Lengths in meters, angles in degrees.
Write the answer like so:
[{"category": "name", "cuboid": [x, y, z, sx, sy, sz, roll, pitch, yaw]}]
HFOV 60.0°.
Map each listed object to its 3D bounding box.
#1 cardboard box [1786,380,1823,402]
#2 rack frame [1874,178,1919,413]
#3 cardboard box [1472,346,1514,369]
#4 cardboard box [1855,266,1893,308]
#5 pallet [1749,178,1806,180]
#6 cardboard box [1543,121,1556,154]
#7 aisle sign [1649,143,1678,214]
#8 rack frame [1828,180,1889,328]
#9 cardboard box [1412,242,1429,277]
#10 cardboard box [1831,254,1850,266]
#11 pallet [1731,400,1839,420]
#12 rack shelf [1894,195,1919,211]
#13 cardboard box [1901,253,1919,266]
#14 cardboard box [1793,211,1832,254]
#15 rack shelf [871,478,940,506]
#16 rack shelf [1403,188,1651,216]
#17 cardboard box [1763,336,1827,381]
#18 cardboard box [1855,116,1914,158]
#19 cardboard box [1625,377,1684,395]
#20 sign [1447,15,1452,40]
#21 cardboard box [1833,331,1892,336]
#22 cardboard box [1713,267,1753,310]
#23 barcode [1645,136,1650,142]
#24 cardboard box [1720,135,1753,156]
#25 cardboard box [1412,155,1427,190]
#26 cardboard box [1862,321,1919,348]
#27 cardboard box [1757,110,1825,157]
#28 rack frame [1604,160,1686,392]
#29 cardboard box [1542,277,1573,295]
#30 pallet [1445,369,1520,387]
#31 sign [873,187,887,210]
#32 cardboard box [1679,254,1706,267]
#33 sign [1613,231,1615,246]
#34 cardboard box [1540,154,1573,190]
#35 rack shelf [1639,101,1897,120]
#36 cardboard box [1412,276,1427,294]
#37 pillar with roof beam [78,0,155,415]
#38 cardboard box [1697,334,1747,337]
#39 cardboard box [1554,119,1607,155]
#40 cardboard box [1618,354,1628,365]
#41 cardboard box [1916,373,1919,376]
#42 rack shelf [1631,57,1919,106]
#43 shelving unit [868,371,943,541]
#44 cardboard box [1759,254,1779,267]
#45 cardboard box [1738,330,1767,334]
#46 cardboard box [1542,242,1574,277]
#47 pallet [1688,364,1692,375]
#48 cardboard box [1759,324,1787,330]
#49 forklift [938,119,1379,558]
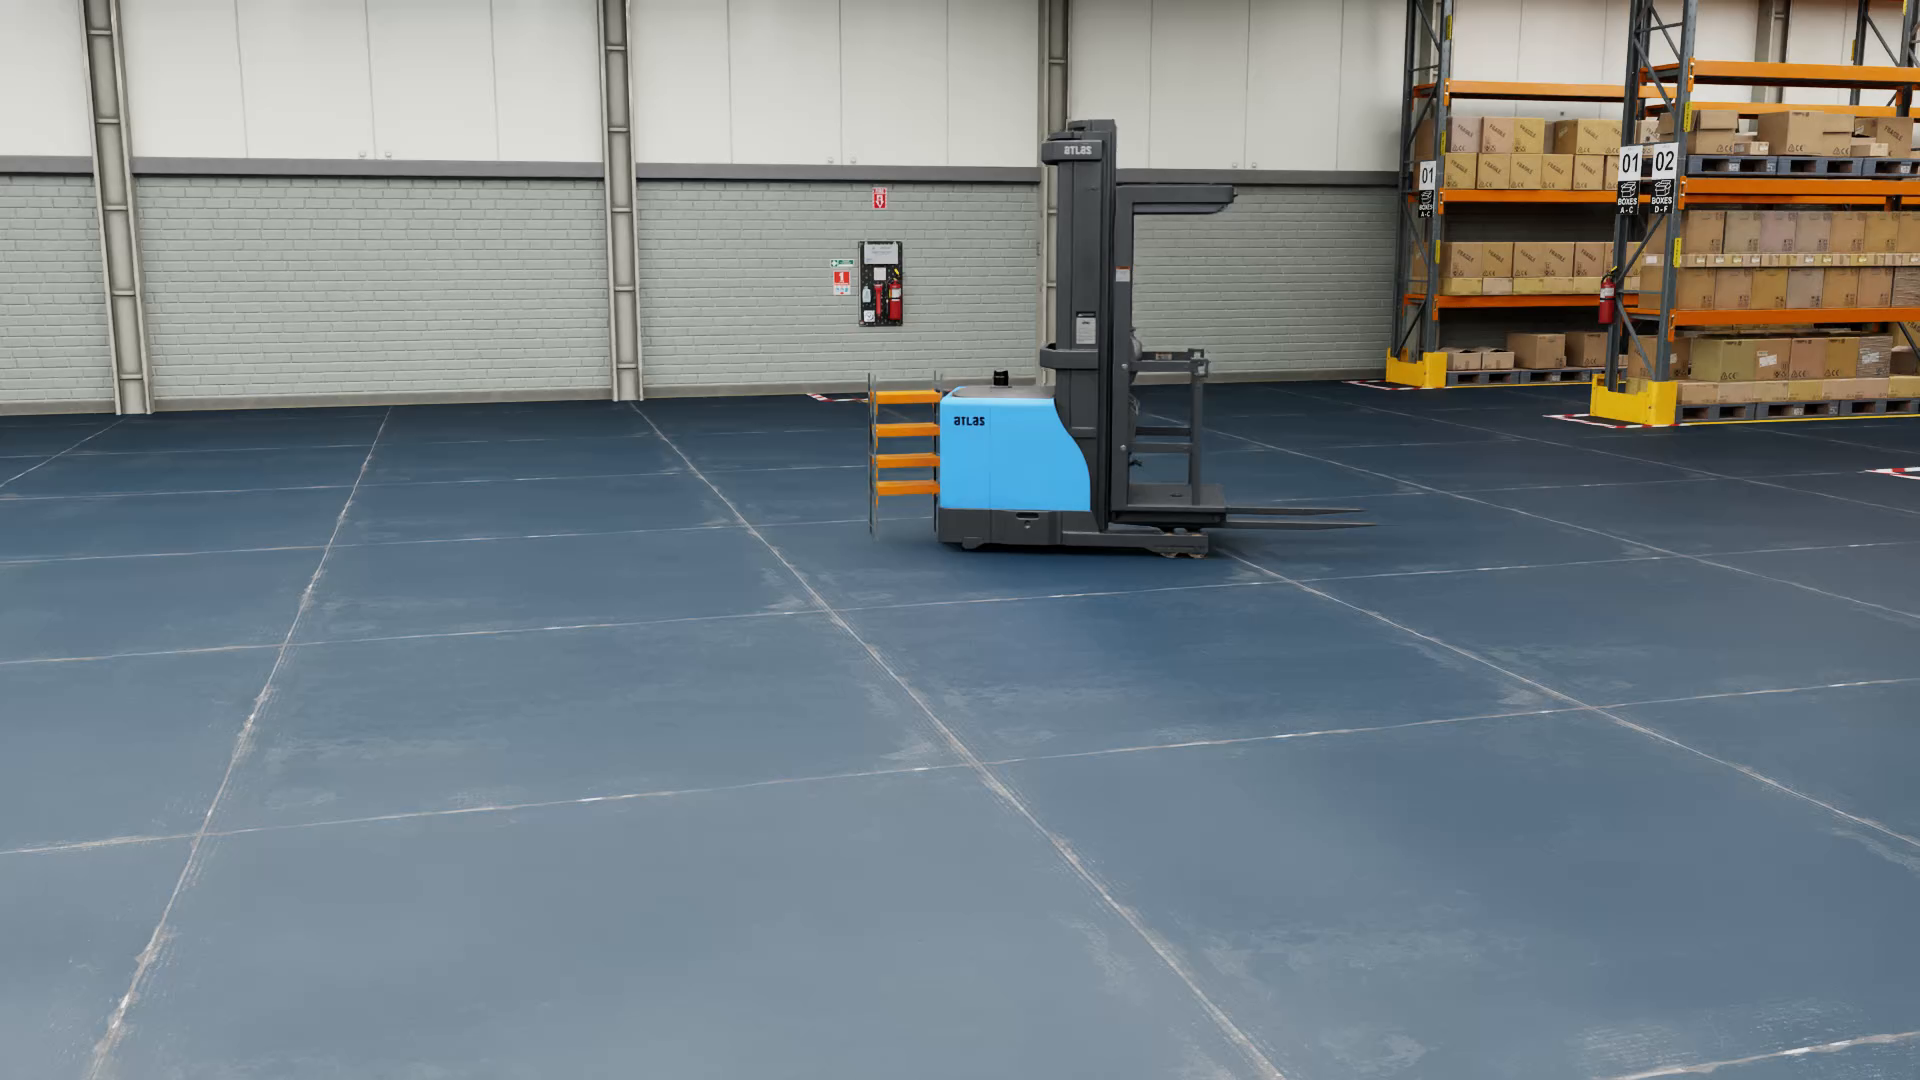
[{"category": "cardboard box", "cuboid": [10.052, -1.831, 20.143, 0.500, 0.250, 0.500, -3, 11, -16]}, {"category": "rack frame", "cuboid": [11.875, -3.115, 20.684, 0.127, 3.000, 1.000, -3, 11, -16]}, {"category": "cardboard box", "cuboid": [7.883, -2.716, 24.726, 0.500, 0.311, 0.500, -2, 11, -11]}, {"category": "cardboard box", "cuboid": [10.946, -3.113, 20.396, 0.500, 0.500, 0.700, -3, 11, -17]}, {"category": "pallet", "cuboid": [12.104, -5.425, 25.463, 1.003, 0.211, 1.213, -3, 11, -16]}, {"category": "cardboard box", "cuboid": [8.472, -5.942, 24.659, 0.500, 0.500, 0.500, -3, 11, -16]}, {"category": "aisle sign", "cuboid": [8.057, -4.135, 19.042, 0.004, 0.787, 0.394, -3, 11, -16]}, {"category": "rack frame", "cuboid": [14.327, -4.179, 26.460, 0.127, 3.000, 1.000, -3, 11, -16]}, {"category": "cardboard box", "cuboid": [7.039, -4.140, 24.535, 0.500, 0.500, 0.500, -3, 11, -17]}, {"category": "cardboard box", "cuboid": [10.454, -3.368, 19.991, 0.250, 0.149, 0.380, -3, 11, -14]}, {"category": "pallet", "cuboid": [9.926, -1.649, 20.418, 1.213, 0.211, 1.003, -3, 11, -16]}, {"category": "rack shelf", "cuboid": [13.795, -4.338, 21.027, 4.000, 0.370, 1.077, -3, 11, -16]}, {"category": "cardboard box", "cuboid": [11.435, -3.420, 20.273, 0.250, 0.149, 0.380, -3, 11, -17]}, {"category": "cardboard box", "cuboid": [10.005, -3.703, 20.015, 0.500, 0.500, 0.700, -3, 11, -16]}, {"category": "rack shelf", "cuboid": [-0.394, -0.351, 12.105, 0.480, 0.148, 0.258, -3, 11, -14]}, {"category": "rack shelf", "cuboid": [8.566, -4.996, 24.604, 4.000, 0.370, 1.077, -3, 11, -16]}, {"category": "cardboard box", "cuboid": [10.052, -2.200, 20.074, 0.500, 0.500, 0.500, -3, 11, -16]}, {"category": "cardboard box", "cuboid": [11.317, -4.935, 20.463, 0.500, 0.500, 0.500, -2, 11, -11]}, {"category": "cardboard box", "cuboid": [8.466, -1.846, 20.222, 0.500, 0.250, 0.500, -3, 11, -16]}, {"category": "sign", "cuboid": [6.797, -7.128, 23.114, 0.005, 0.325, 0.100, -3, 11, -16]}, {"category": "cardboard box", "cuboid": [11.342, -2.369, 20.995, 0.500, 0.500, 0.500, -3, 11, -16]}, {"category": "cardboard box", "cuboid": [8.989, -3.011, 19.840, 0.500, 0.500, 0.700, -3, 11, -14]}, {"category": "barcode", "cuboid": [8.189, -4.773, 19.799, 0.075, 0.075, 0.001, -3, 11, -16]}, {"category": "cardboard box", "cuboid": [9.066, -4.694, 19.841, 0.500, 0.250, 0.500, -3, 11, -16]}, {"category": "cardboard box", "cuboid": [6.976, -5.373, 24.332, 0.500, 0.500, 0.500, -2, 11, -12]}, {"category": "cardboard box", "cuboid": [15.070, -3.342, 26.695, 0.750, 0.750, 0.750, -3, 11, -17]}, {"category": "cardboard box", "cuboid": [9.705, -4.749, 19.451, 0.500, 0.500, 0.500, -3, 11, -16]}, {"category": "rack frame", "cuboid": [8.034, -2.913, 19.584, 0.127, 3.000, 1.000, -3, 11, -16]}, {"category": "cardboard box", "cuboid": [8.674, -3.758, 24.534, 0.500, 0.250, 0.500, -3, 11, -15]}, {"category": "pallet", "cuboid": [7.509, -2.441, 24.724, 1.213, 0.211, 1.003, -3, 11, -16]}, {"category": "sign", "cuboid": [-1.104, -4.695, 22.860, 0.199, 0.298, 0.001, -3, 11, -16]}, {"category": "cardboard box", "cuboid": [8.471, -3.263, 19.421, 0.250, 0.149, 0.380, -3, 11, -16]}, {"category": "sign", "cuboid": [7.896, -3.694, 19.974, 0.005, 0.325, 0.100, -3, 11, -16]}, {"category": "cardboard box", "cuboid": [8.568, -5.360, 24.262, 0.500, 0.500, 0.500, -2, 11, -12]}, {"category": "rack shelf", "cuboid": [12.407, -6.477, 25.468, 4.000, 0.370, 1.077, -3, 11, -16]}, {"category": "cardboard box", "cuboid": [7.041, -3.767, 24.584, 0.500, 0.250, 0.500, -3, 11, -15]}, {"category": "pillar with roof beam", "cuboid": [-9.003, -5.251, 15.714, 0.400, 9.000, 9.100, -3, 11, -16]}, {"category": "cardboard box", "cuboid": [9.422, -2.268, 20.444, 0.500, 0.500, 0.500, -3, 11, -16]}, {"category": "cardboard box", "cuboid": [9.059, -5.872, 24.280, 0.500, 0.500, 0.500, -3, 11, -18]}, {"category": "cardboard box", "cuboid": [9.981, -2.767, 25.402, 0.250, 0.166, 0.380, -5, 11, -23]}, {"category": "cardboard box", "cuboid": [12.331, -1.947, 20.772, 0.500, 0.250, 0.500, -3, 11, -17]}, {"category": "rack shelf", "cuboid": [9.954, -5.414, 19.692, 4.000, 0.370, 1.077, -3, 11, -16]}, {"category": "shelving unit", "cuboid": [-0.394, -0.612, 12.057, 0.503, 1.200, 0.258, -3, 11, -14]}, {"category": "cardboard box", "cuboid": [9.462, -3.316, 19.706, 0.250, 0.149, 0.380, -3, 11, -18]}, {"category": "cardboard box", "cuboid": [12.172, -3.057, 26.057, 0.500, 0.500, 0.700, -3, 11, -15]}, {"category": "cardboard box", "cuboid": [8.656, -4.127, 24.468, 0.500, 0.500, 0.500, -3, 11, -14]}, {"category": "pallet", "cuboid": [11.234, -2.645, 25.828, 1.213, 0.211, 1.003, -3, 11, -16]}, {"category": "cardboard box", "cuboid": [12.593, -3.444, 26.088, 0.500, 0.250, 0.500, -3, 11, -16]}, {"category": "forklift", "cuboid": [1.400, -1.418, 11.656, 3.031, 2.935, 1.130, 1, 10, 6]}]
